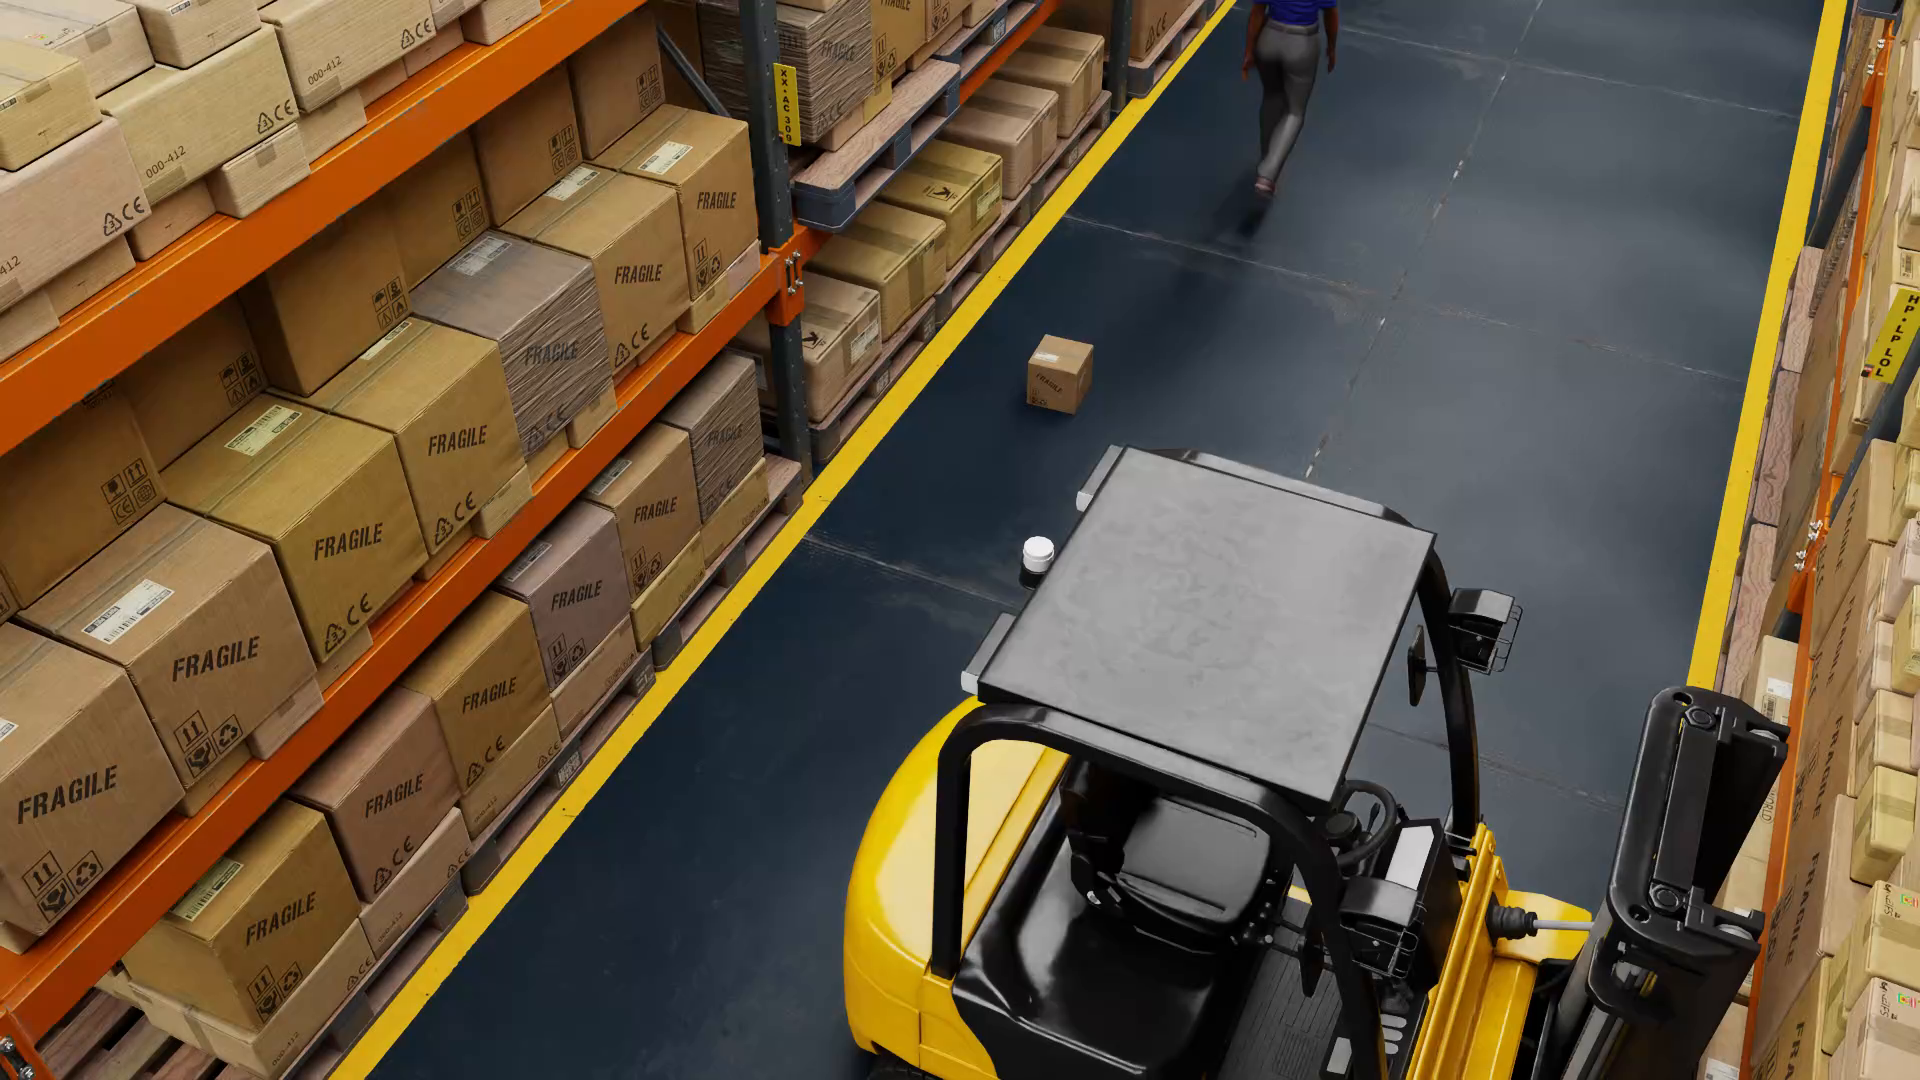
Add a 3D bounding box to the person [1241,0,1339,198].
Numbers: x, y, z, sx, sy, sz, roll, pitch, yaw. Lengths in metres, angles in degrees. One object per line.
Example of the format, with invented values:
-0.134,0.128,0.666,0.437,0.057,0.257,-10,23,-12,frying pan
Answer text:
1.804,-2.679,9.106,0.468,1.613,0.906,17,45,18,person
